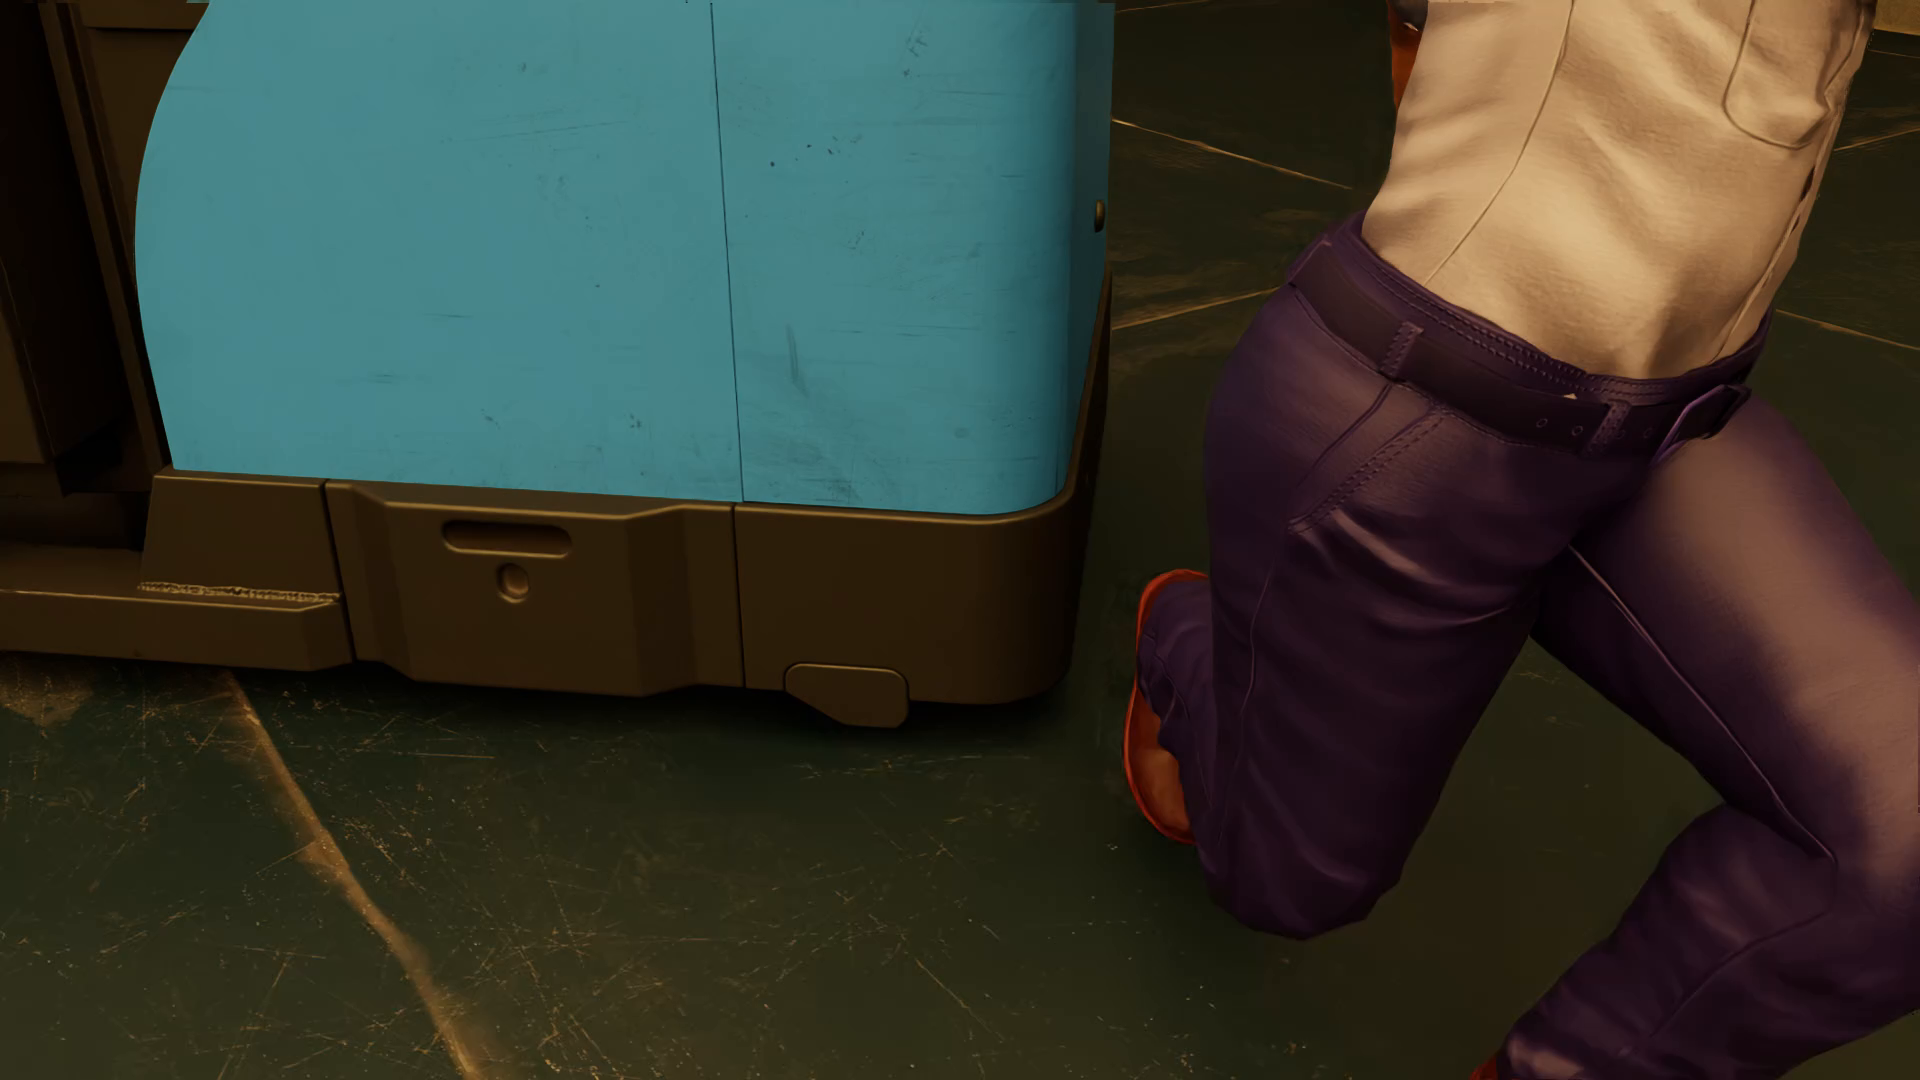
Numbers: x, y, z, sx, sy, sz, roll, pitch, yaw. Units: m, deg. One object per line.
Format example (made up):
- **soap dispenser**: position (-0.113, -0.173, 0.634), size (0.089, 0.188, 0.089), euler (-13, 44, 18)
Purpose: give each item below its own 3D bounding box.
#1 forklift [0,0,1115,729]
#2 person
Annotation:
- **forklift**: position (-1.313, -1.368, 1.959), size (3.031, 2.935, 1.130), euler (3, 27, 7)
- **person**: position (0.466, -0.159, 1.331), size (0.631, 1.426, 0.906), euler (-19, 32, -32)
